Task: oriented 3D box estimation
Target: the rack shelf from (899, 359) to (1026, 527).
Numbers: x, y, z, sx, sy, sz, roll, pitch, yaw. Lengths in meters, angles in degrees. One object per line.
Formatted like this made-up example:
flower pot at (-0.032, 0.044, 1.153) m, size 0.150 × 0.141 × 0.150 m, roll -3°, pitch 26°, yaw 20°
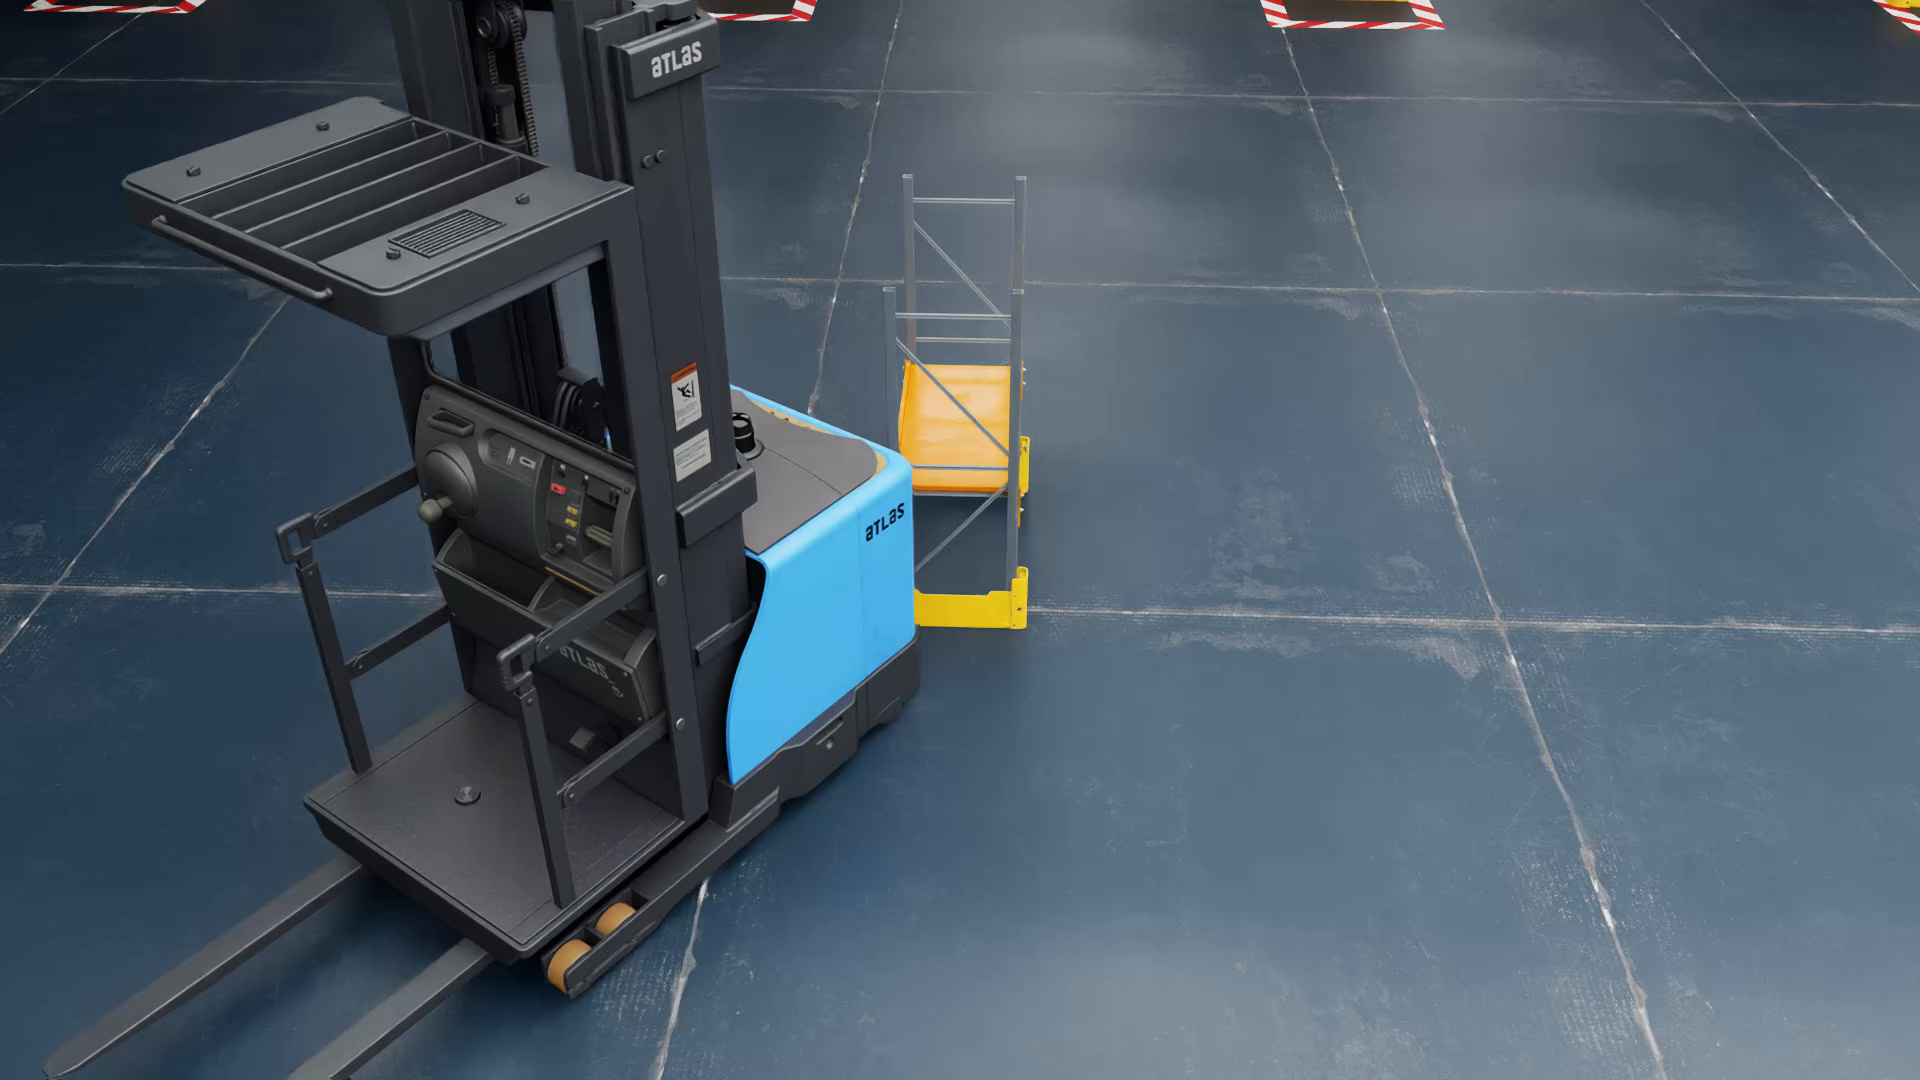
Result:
rack shelf at (-0.003, -0.417, 6.852) m, size 0.538 × 0.185 × 1.000 m, roll 1°, pitch 35°, yaw 2°

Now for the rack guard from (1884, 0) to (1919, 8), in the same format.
rack guard at (8.069, -4.556, 13.298) m, size 1.175 × 0.500 × 0.348 m, roll 1°, pitch 35°, yaw 2°

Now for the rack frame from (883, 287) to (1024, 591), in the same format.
rack frame at (-0.024, -0.273, 6.333) m, size 0.500 × 1.500 × 0.032 m, roll 1°, pitch 35°, yaw 2°

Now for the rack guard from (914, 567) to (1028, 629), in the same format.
rack guard at (-0.023, 0.228, 6.709) m, size 0.587 × 0.250 × 0.087 m, roll 1°, pitch 35°, yaw 2°

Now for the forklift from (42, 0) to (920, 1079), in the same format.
forklift at (-1.437, -0.096, 4.837) m, size 1.130 × 2.935 × 3.031 m, roll 23°, pitch 41°, yaw 29°

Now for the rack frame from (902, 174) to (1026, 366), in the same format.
rack frame at (0.017, -0.857, 7.165) m, size 0.500 × 1.500 × 0.032 m, roll 1°, pitch 35°, yaw 2°

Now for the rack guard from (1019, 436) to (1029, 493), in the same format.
rack guard at (0.017, -0.345, 7.523) m, size 0.587 × 0.250 × 0.087 m, roll 1°, pitch 35°, yaw 2°

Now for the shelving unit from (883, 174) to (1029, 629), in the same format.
shelving unit at (-0.003, -0.570, 6.756) m, size 0.587 × 1.500 × 1.083 m, roll 1°, pitch 35°, yaw 2°
